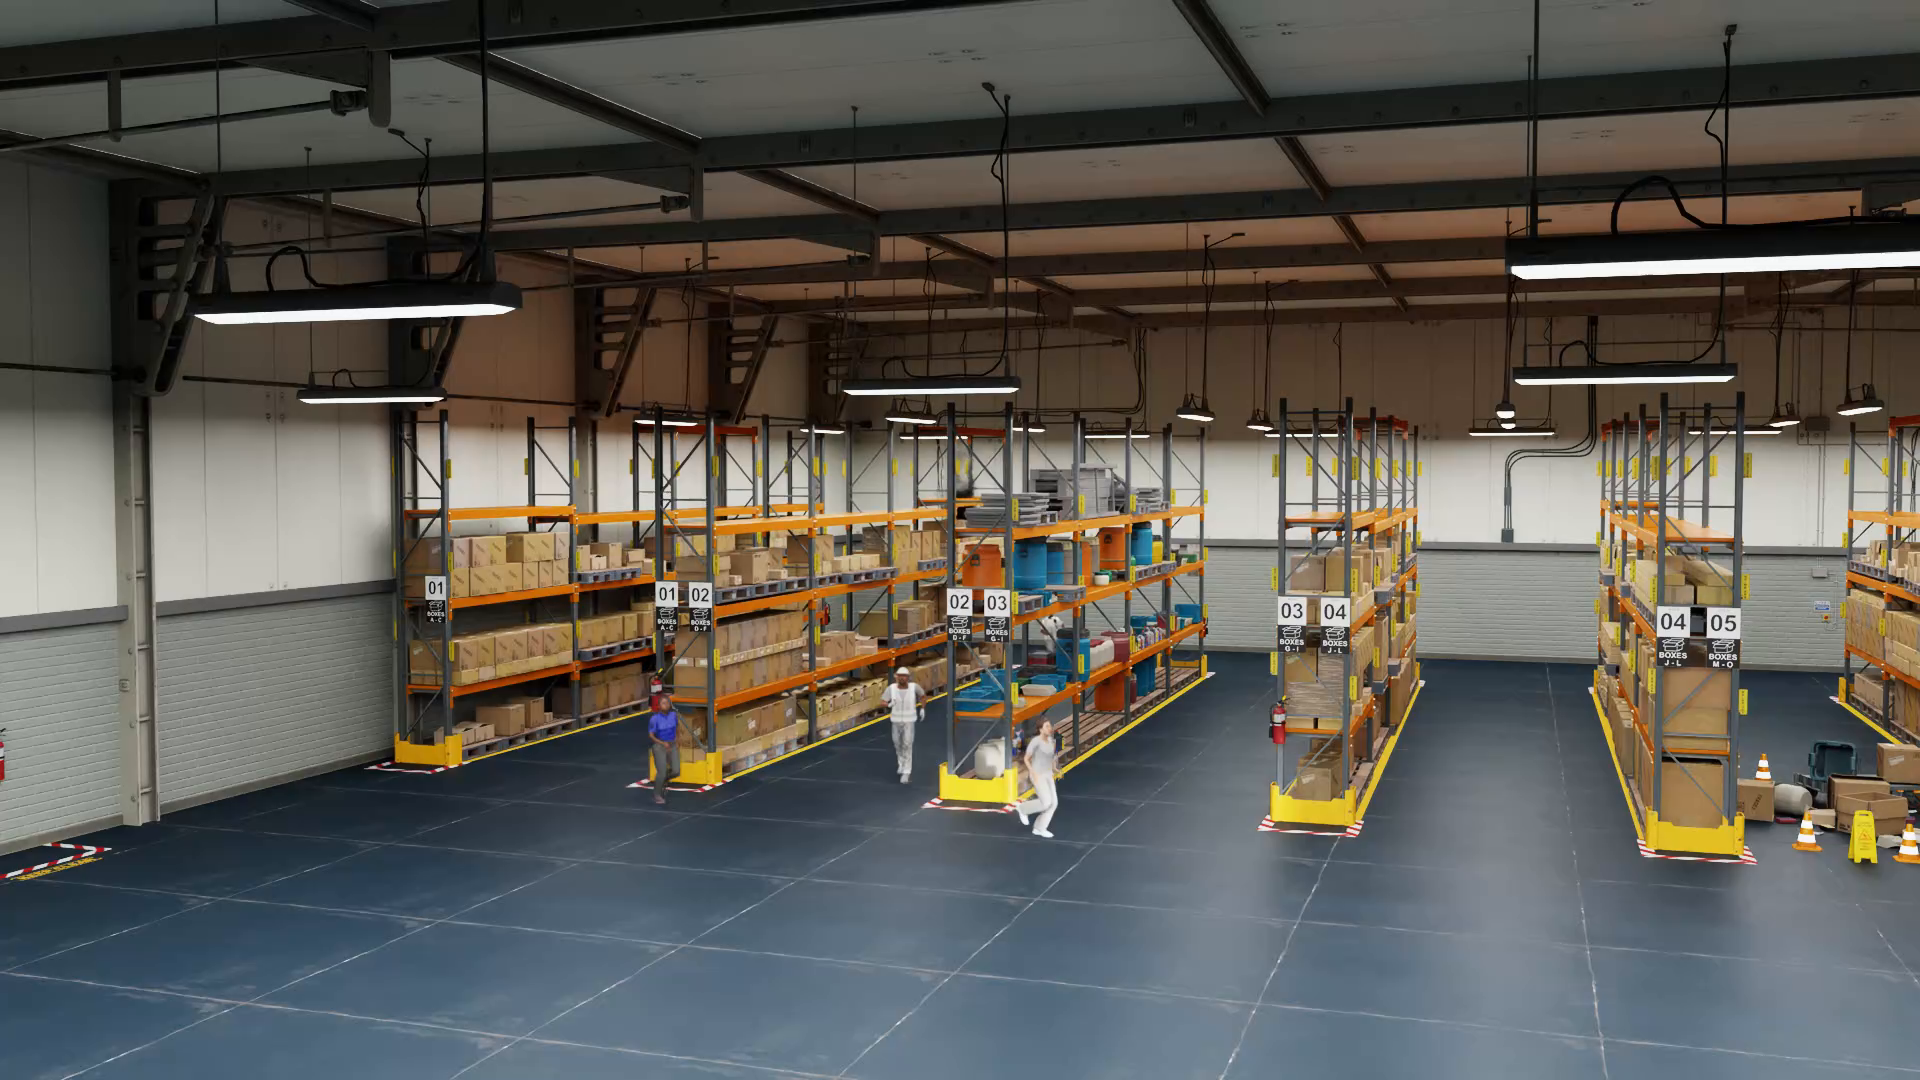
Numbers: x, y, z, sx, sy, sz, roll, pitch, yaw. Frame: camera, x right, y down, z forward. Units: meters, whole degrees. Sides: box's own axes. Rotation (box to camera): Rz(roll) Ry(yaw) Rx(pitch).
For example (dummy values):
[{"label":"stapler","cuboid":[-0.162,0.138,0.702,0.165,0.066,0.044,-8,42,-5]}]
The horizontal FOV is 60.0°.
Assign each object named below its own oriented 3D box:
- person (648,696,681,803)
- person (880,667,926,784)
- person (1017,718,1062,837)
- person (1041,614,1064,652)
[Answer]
[{"label":"person","cuboid":[-4.371,3.141,24.841,0.601,1.596,0.604,-2,3,-38]},{"label":"person","cuboid":[-0.920,2.938,26.722,0.704,1.813,0.906,0,2,7]},{"label":"person","cuboid":[1.078,3.227,22.697,0.599,1.620,0.551,2,3,42]},{"label":"person","cuboid":[2.253,2.431,40.642,0.575,1.649,0.547,0,2,7]}]
